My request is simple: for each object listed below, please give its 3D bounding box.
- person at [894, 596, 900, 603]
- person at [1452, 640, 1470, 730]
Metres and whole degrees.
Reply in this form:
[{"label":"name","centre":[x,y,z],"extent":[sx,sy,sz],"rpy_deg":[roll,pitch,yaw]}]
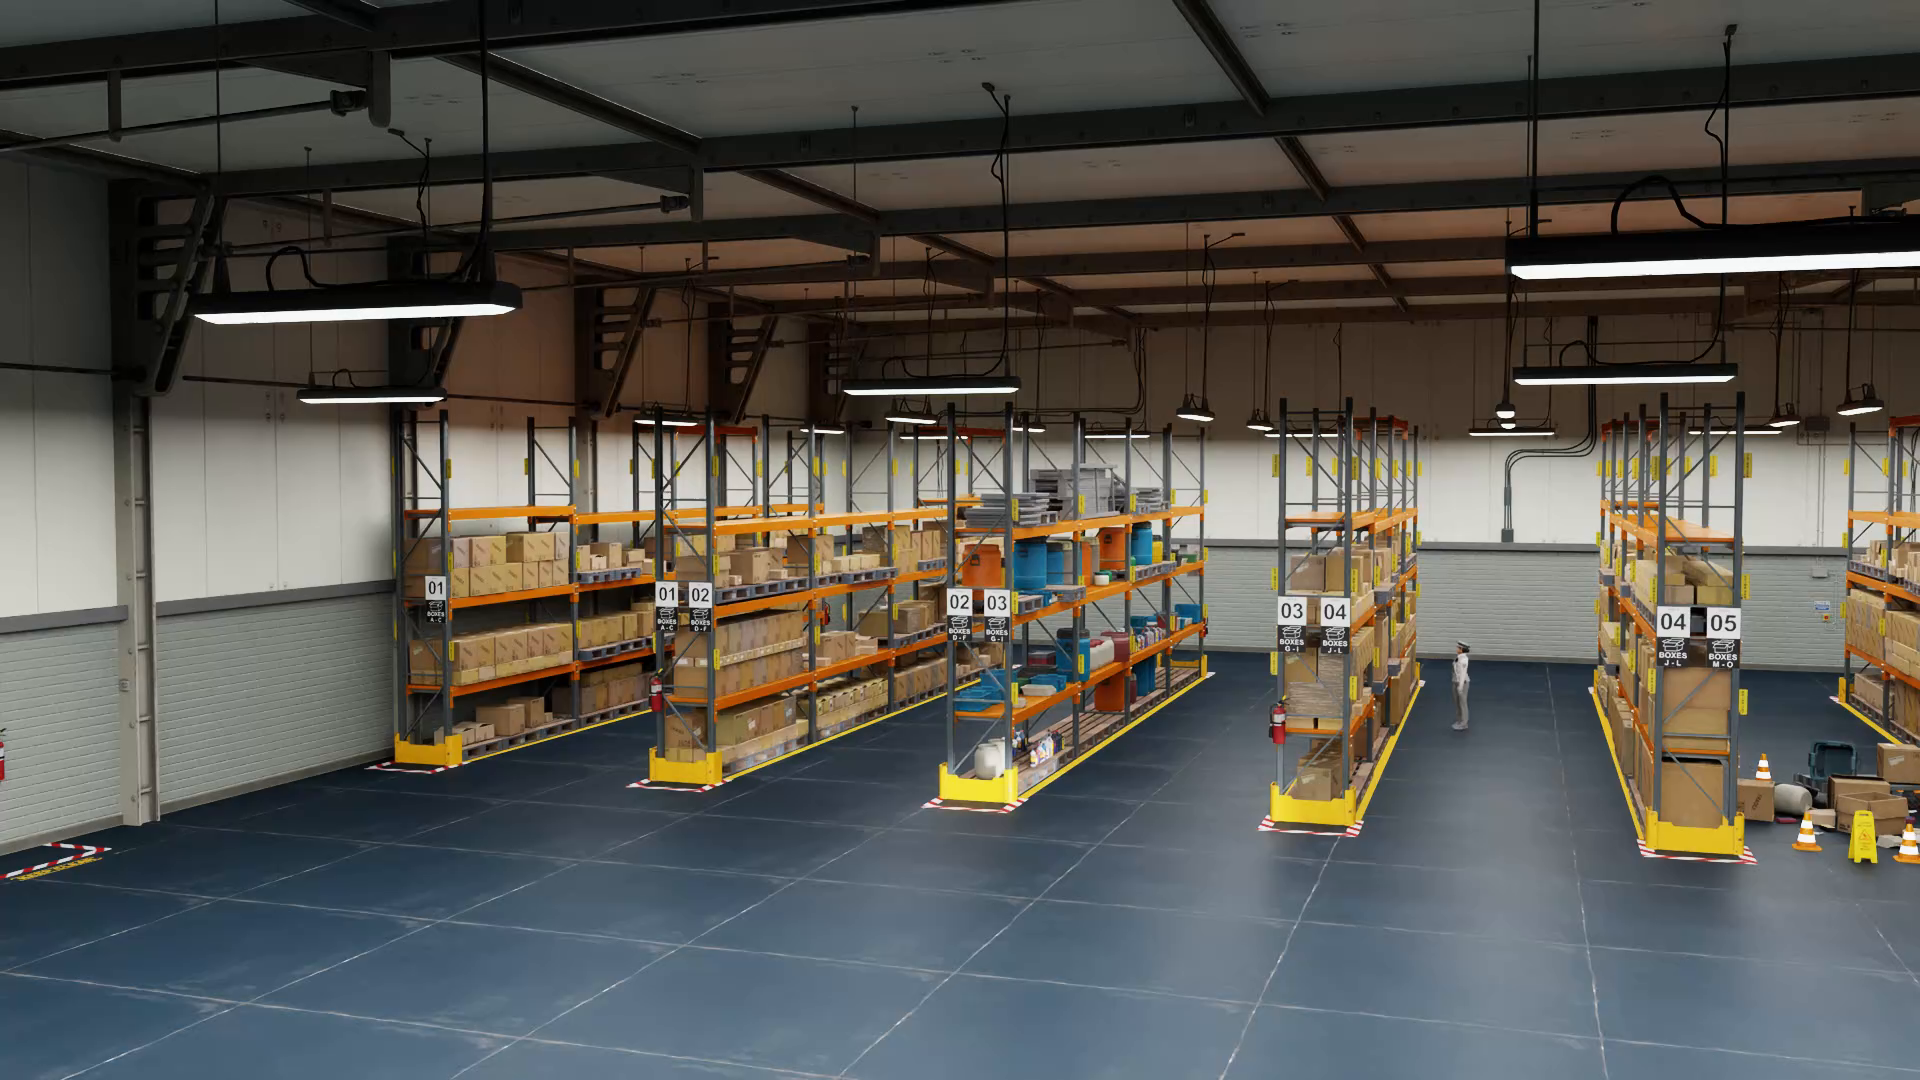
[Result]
[{"label":"person","centre":[-1.720,2.300,44.330],"extent":[0.878,1.615,0.498],"rpy_deg":[2,3,32]},{"label":"person","centre":[9.640,2.785,32.071],"extent":[0.392,1.697,0.478],"rpy_deg":[0,2,-11]}]
